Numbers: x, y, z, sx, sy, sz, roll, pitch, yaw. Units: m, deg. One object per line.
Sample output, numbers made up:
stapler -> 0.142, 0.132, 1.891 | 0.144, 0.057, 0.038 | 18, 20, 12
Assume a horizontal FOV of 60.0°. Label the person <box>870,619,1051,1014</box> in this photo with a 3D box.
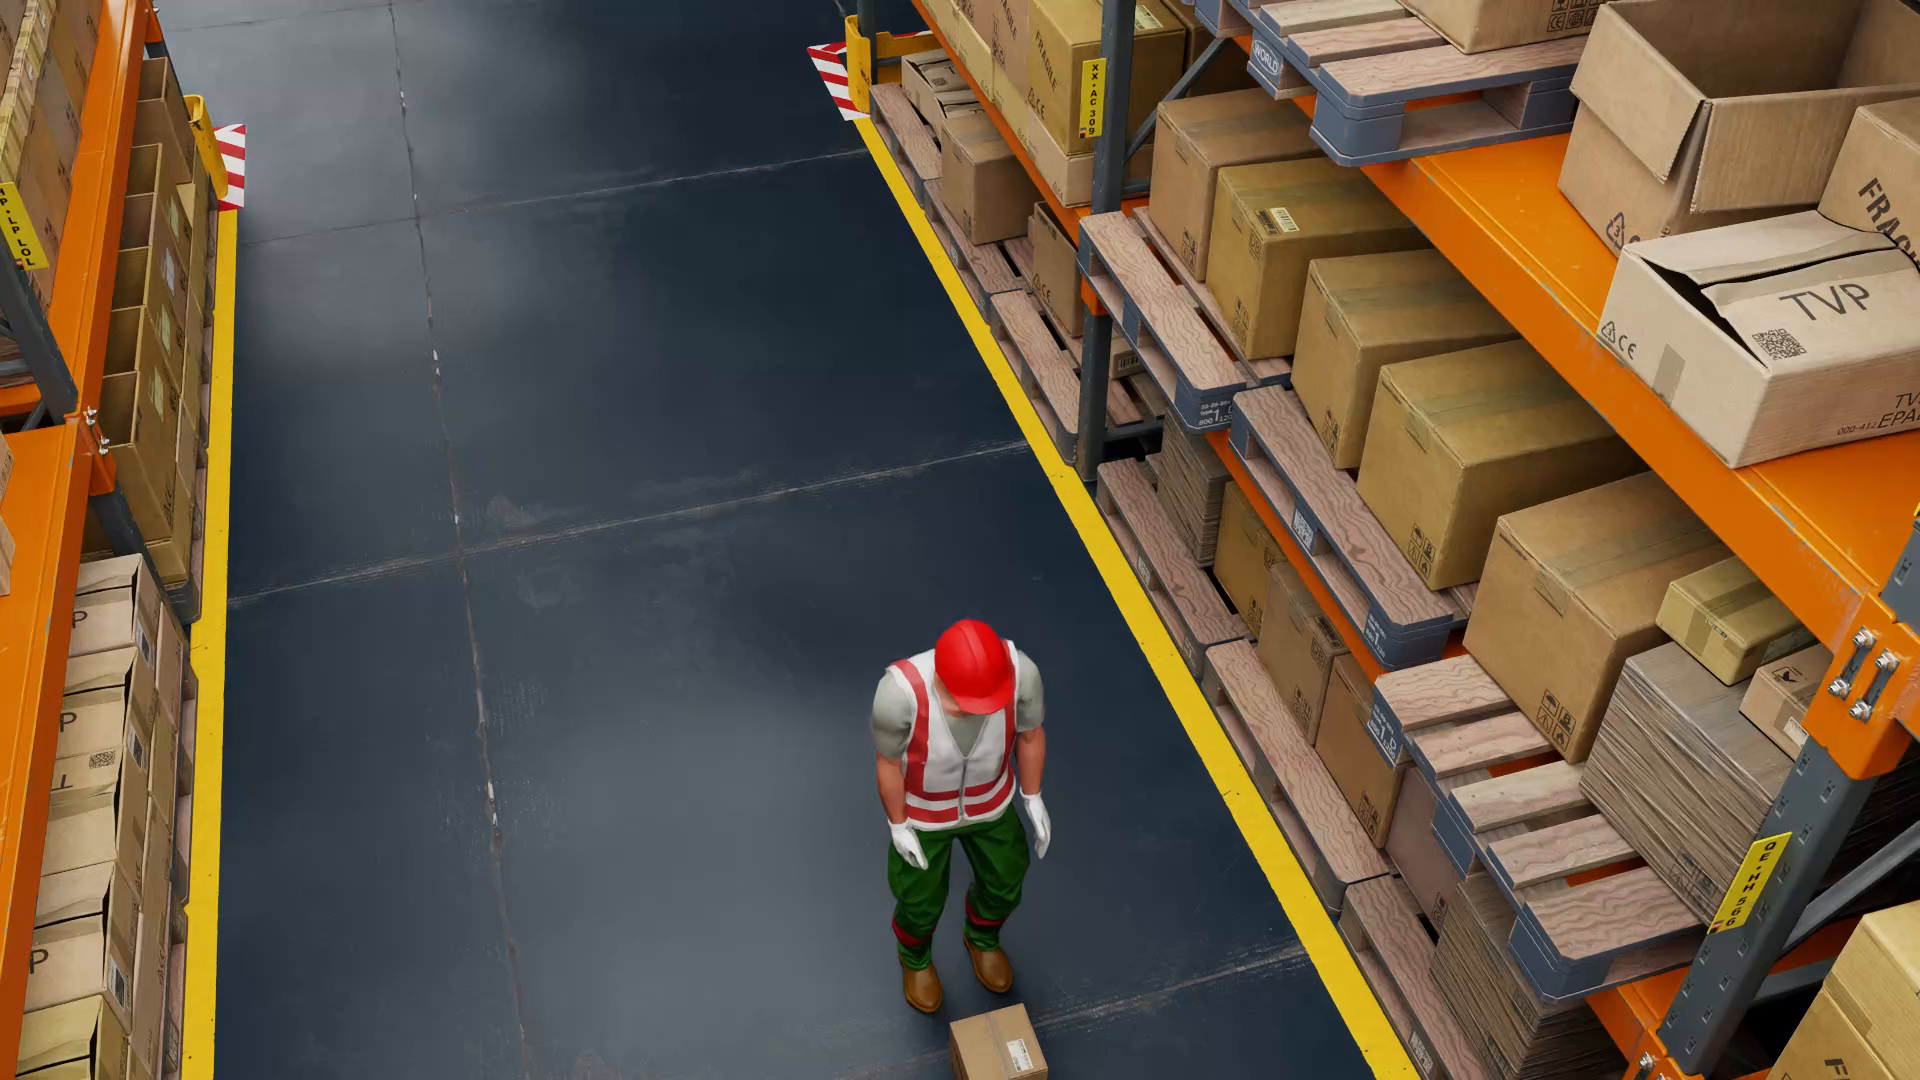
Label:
person -> 0.010, 0.852, 5.226 | 0.541, 1.743, 0.443 | -11, 43, -12
